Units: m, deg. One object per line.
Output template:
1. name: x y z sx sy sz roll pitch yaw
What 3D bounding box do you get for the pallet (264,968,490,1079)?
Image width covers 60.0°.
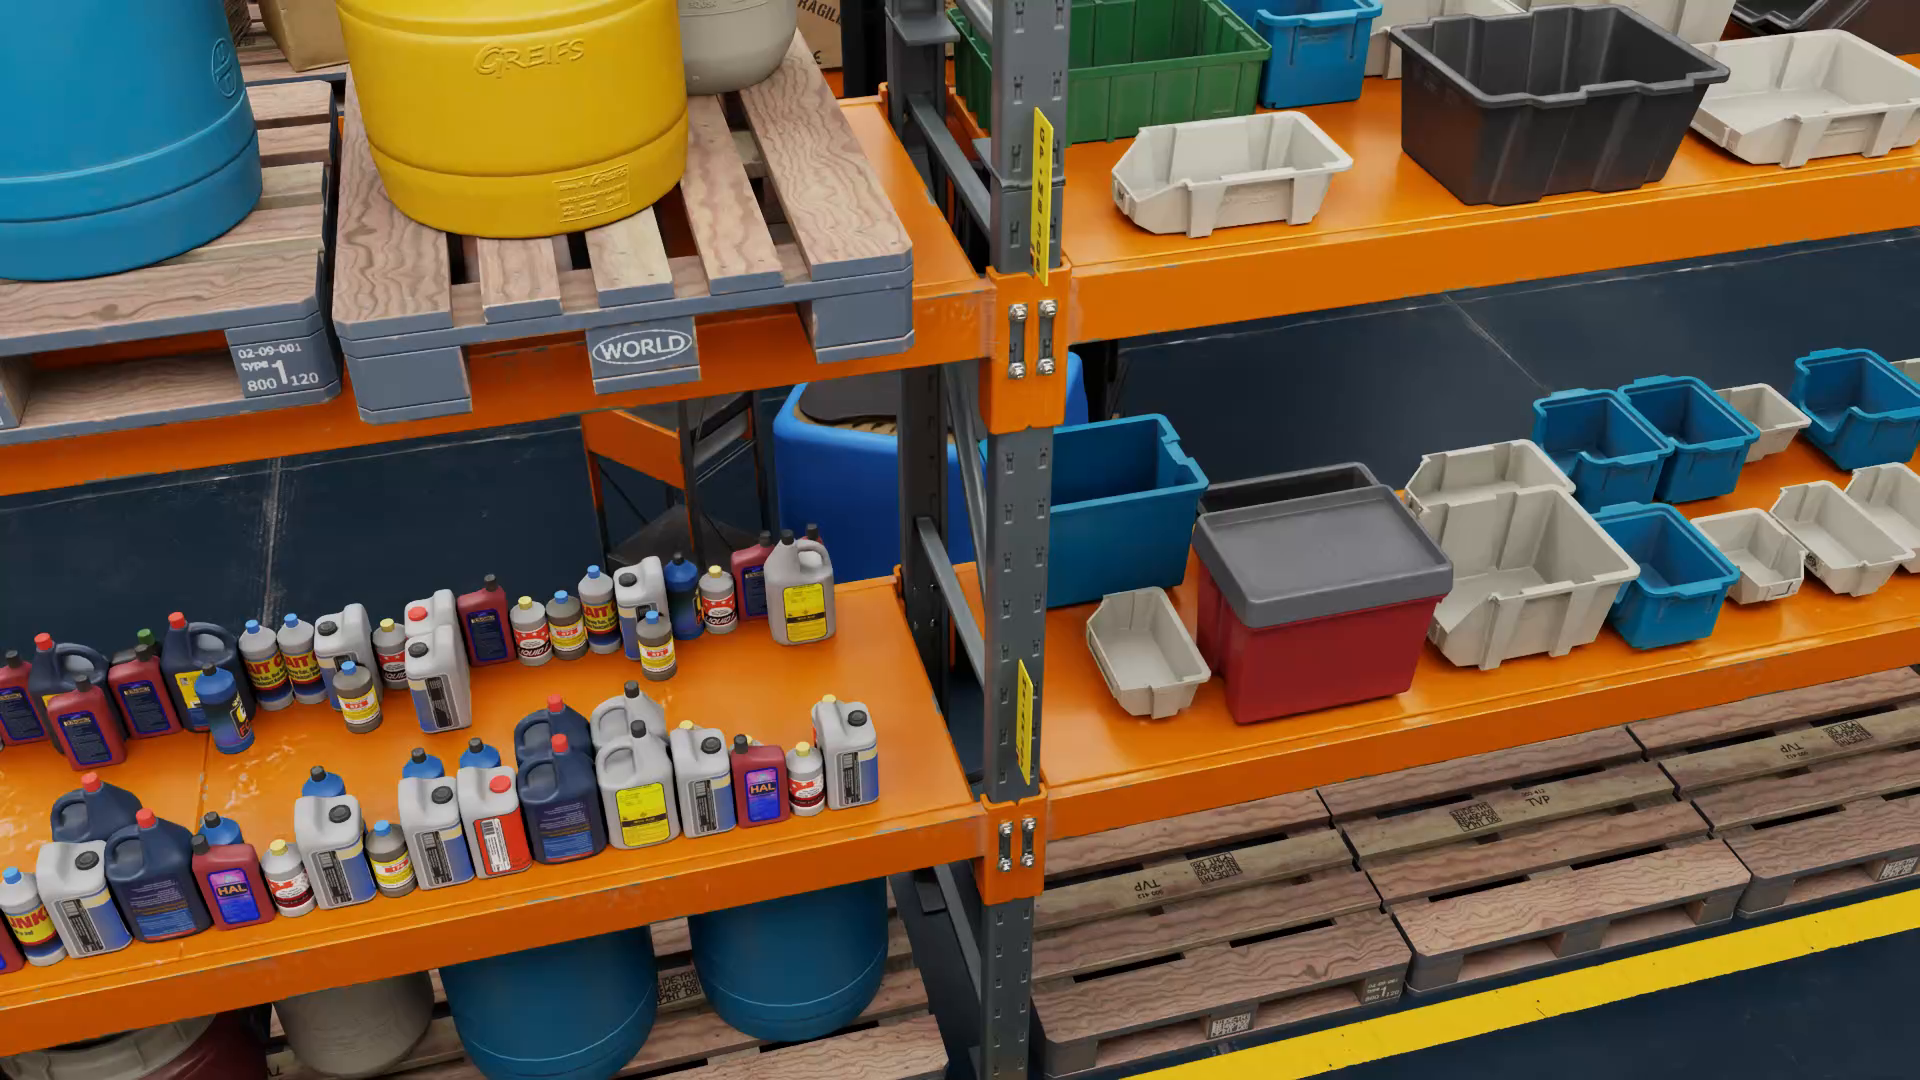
1. pallet: -1.924 1.626 4.951 1.213 0.211 1.003 -9 38 -12

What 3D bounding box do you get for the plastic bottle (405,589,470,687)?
1. plastic bottle: -1.428 0.271 4.529 0.135 0.276 0.152 -9 38 -12

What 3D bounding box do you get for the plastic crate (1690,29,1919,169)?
1. plastic crate: 1.944 -1.022 3.866 0.530 0.136 0.437 -9 38 -12

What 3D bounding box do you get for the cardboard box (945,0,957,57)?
1. cardboard box: -0.219 -2.724 8.260 0.500 0.500 0.500 -9 38 -11

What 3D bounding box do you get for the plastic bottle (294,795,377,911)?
1. plastic bottle: -1.477 0.722 3.939 0.135 0.276 0.152 -9 38 -12

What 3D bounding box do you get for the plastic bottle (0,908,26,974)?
1. plastic bottle: -2.220 0.870 3.740 0.133 0.283 0.061 -9 38 -12

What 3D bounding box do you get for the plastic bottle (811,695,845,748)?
1. plastic bottle: -0.334 0.486 4.309 0.097 0.201 0.097 0 37 0

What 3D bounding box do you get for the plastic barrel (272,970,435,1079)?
1. plastic barrel: -1.769 1.272 4.820 0.421 0.512 0.421 0 37 0

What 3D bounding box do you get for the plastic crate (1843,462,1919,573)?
1. plastic crate: 2.850 -0.055 5.020 0.243 0.136 0.396 -9 38 -12

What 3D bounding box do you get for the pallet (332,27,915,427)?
1. pallet: -0.719 -0.710 3.395 1.003 0.211 1.213 -9 38 -12

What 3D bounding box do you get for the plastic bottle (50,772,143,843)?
1. plastic bottle: -2.023 0.689 3.921 0.185 0.351 0.144 -9 38 -12

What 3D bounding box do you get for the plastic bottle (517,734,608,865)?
1. plastic bottle: -0.968 0.612 4.022 0.185 0.351 0.144 -9 38 -12

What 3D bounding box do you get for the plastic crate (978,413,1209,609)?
1. plastic crate: 0.374 -0.066 4.831 0.575 0.384 0.392 -9 38 -12

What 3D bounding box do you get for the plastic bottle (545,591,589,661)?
1. plastic bottle: -1.100 0.230 4.644 0.097 0.201 0.097 0 37 0

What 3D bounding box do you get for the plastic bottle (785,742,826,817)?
1. plastic bottle: -0.389 0.591 4.173 0.097 0.201 0.097 0 37 0

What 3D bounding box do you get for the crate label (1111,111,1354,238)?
1. crate label: 0.560 -0.769 3.535 0.466 0.136 0.293 -9 38 -12

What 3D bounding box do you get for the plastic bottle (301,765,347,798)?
1. plastic bottle: -1.528 0.654 4.032 0.097 0.271 0.097 0 37 0

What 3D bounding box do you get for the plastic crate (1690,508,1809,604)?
1. plastic crate: 2.307 0.062 4.868 0.250 0.136 0.298 -9 38 -12

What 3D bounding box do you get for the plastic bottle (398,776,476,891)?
1. plastic bottle: -1.253 0.686 3.987 0.135 0.276 0.152 -9 38 -12

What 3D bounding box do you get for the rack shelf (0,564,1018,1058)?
1. rack shelf: -1.919 0.828 4.291 4.000 0.370 1.077 -9 38 -12

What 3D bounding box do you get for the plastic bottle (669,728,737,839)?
1. plastic bottle: -0.637 0.584 4.119 0.135 0.276 0.152 -9 38 -12

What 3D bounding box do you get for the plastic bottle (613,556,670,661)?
1. plastic bottle: -0.887 0.182 4.645 0.135 0.276 0.152 -9 38 -12

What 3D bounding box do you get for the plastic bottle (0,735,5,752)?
1. plastic bottle: -2.573 0.471 4.328 0.097 0.201 0.097 0 37 0

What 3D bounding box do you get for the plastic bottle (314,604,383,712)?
1. plastic bottle: -1.652 0.308 4.481 0.135 0.276 0.152 -9 38 -12

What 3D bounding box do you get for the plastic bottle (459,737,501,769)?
1. plastic bottle: -1.174 0.596 4.108 0.097 0.271 0.097 0 37 0

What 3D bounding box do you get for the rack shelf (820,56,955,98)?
1. rack shelf: 0.655 -2.712 8.918 4.000 0.370 1.077 -9 38 -12

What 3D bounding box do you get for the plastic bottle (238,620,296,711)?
1. plastic bottle: -1.865 0.327 4.459 0.097 0.271 0.097 0 37 0

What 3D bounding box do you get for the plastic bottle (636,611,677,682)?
1. plastic bottle: -0.837 0.282 4.576 0.097 0.201 0.097 0 37 0

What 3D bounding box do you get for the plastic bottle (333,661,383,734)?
1. plastic bottle: -1.601 0.408 4.412 0.097 0.201 0.097 0 37 0

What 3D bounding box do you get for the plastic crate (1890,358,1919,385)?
1. plastic crate: 3.218 -0.479 5.575 0.298 0.136 0.250 -9 38 -12

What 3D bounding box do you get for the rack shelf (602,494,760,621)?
1. rack shelf: -1.030 0.209 6.421 0.480 0.518 0.431 22 43 26

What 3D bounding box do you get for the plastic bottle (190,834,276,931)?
1. plastic bottle: -1.689 0.783 3.854 0.133 0.283 0.061 -9 38 -12

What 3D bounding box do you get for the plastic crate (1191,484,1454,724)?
1. plastic crate: 0.940 0.182 4.442 0.583 0.464 0.402 -9 38 -12

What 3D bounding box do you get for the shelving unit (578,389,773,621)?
1. shelving unit: -1.031 -0.358 5.988 0.503 2.100 0.431 22 43 26

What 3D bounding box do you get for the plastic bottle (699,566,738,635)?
1. plastic bottle: -0.688 0.162 4.733 0.097 0.201 0.097 0 37 0

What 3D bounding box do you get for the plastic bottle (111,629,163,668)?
1. plastic bottle: -2.159 0.360 4.407 0.133 0.283 0.061 -9 38 -12

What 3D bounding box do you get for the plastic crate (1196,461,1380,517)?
1. plastic crate: 1.023 -0.024 4.990 0.590 0.125 0.437 -9 38 -12

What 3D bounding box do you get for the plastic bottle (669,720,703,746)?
1. plastic bottle: -0.687 0.544 4.234 0.097 0.201 0.097 0 37 0

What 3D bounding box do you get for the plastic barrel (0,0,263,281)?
1. plastic barrel: -1.596 -0.972 2.825 0.708 0.901 0.600 -9 38 -12

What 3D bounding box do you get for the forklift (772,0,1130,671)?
1. forklift: 0.153 -1.531 6.839 1.130 2.935 3.031 9 38 11

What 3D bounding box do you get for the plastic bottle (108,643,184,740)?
1. plastic bottle: -2.144 0.395 4.361 0.133 0.283 0.061 -9 38 -12

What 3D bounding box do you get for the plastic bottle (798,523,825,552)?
1. plastic bottle: -0.453 0.080 4.773 0.133 0.283 0.061 -9 38 -12

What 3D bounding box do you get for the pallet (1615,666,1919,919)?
1. pallet: 3.068 0.807 6.021 1.213 0.211 1.003 -9 38 -12

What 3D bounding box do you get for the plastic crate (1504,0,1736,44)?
1. plastic crate: 1.654 -1.383 4.217 0.530 0.282 0.437 -9 38 -12

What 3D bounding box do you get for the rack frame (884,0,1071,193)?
1. rack frame: 0.012 -2.157 2.664 0.127 3.000 1.000 -9 38 -12

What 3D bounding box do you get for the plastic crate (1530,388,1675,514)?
1. plastic crate: 1.989 -0.264 5.214 0.300 0.233 0.416 -9 38 -12

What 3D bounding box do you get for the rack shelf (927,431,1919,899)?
1. rack shelf: 1.943 0.194 5.119 4.000 0.370 1.077 -9 38 -12

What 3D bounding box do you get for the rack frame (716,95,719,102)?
1. rack frame: -1.276 -2.681 8.286 0.127 3.000 1.000 -9 38 -12

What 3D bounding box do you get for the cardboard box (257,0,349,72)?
1. cardboard box: -2.965 -2.571 7.714 0.500 0.500 0.700 -19 41 -23

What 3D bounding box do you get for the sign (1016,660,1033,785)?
1. sign: 0.154 0.438 3.980 0.005 0.325 0.100 -9 38 -12

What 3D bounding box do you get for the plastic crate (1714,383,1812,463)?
1. plastic crate: 2.564 -0.372 5.435 0.298 0.136 0.250 -9 38 -12

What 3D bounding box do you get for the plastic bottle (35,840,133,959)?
1. plastic bottle: -2.009 0.810 3.825 0.135 0.276 0.152 -9 38 -12

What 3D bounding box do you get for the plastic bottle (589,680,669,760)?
1. plastic bottle: -0.827 0.498 4.171 0.185 0.351 0.144 -9 38 -12

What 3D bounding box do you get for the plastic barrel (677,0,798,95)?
1. plastic barrel: -0.561 -1.251 3.490 0.433 0.535 0.433 0 37 0

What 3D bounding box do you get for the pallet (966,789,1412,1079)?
1. pallet: 0.712 1.194 5.516 1.213 0.211 1.003 -9 38 -12

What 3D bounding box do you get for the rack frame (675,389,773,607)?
1. rack frame: -0.829 -0.276 5.880 0.015 2.100 0.400 22 43 26

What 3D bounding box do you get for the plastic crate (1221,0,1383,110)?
1. plastic crate: 0.808 -1.231 4.059 0.300 0.233 0.416 -9 38 -12

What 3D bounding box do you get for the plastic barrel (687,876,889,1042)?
1. plastic barrel: -0.517 0.968 4.897 0.708 0.901 0.600 -9 38 -12
